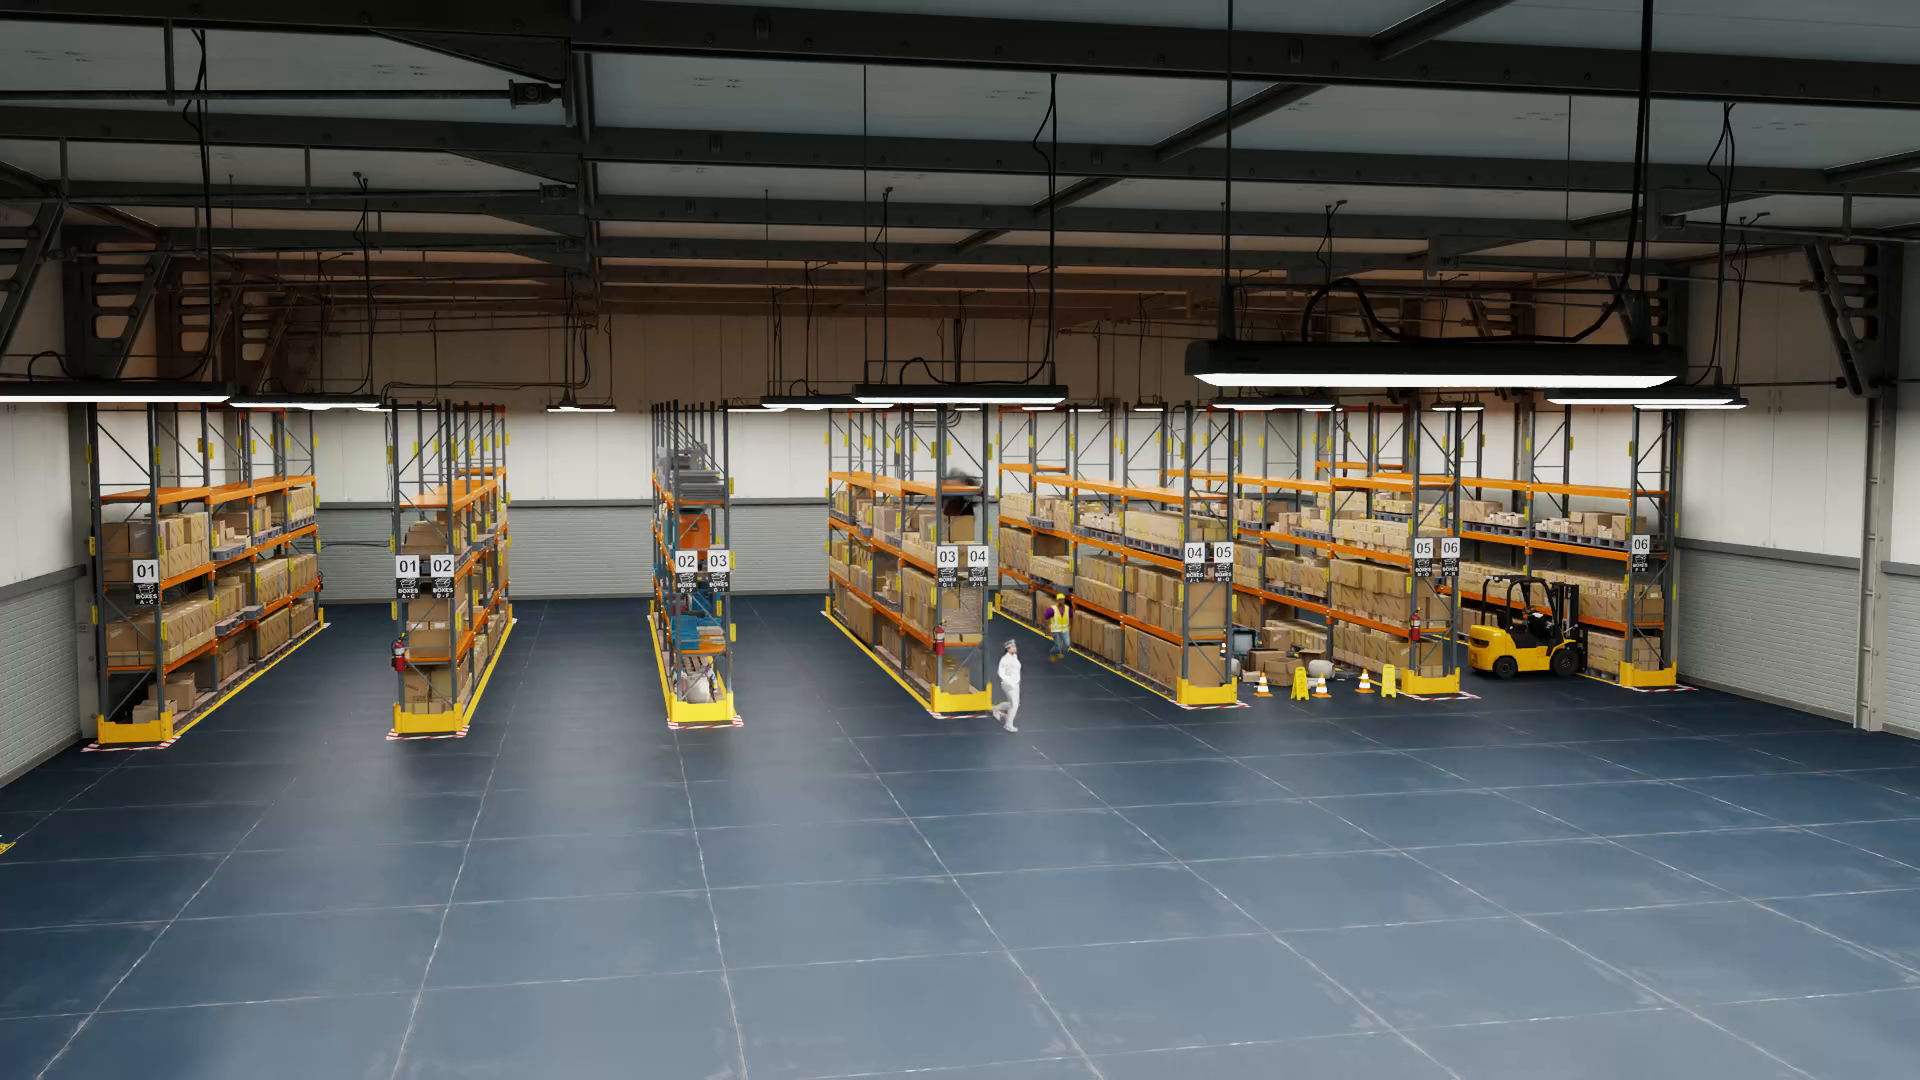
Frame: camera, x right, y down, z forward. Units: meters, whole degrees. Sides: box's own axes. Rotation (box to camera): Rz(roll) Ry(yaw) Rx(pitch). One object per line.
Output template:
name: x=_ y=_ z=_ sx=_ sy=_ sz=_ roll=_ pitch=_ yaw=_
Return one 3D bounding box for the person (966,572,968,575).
person: x=0.353 y=1.454 z=46.046 sx=0.507 sy=1.640 sz=0.709 roll=-1 pitch=4 yaw=-10

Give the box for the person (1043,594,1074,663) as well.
person: x=2.255 y=1.991 z=37.323 sx=0.716 sy=1.587 sz=0.730 roll=-1 pitch=4 yaw=-16

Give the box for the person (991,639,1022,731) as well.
person: x=0.840 y=2.625 z=30.270 sx=0.617 sy=1.683 sz=0.634 roll=2 pitch=5 yaw=30
